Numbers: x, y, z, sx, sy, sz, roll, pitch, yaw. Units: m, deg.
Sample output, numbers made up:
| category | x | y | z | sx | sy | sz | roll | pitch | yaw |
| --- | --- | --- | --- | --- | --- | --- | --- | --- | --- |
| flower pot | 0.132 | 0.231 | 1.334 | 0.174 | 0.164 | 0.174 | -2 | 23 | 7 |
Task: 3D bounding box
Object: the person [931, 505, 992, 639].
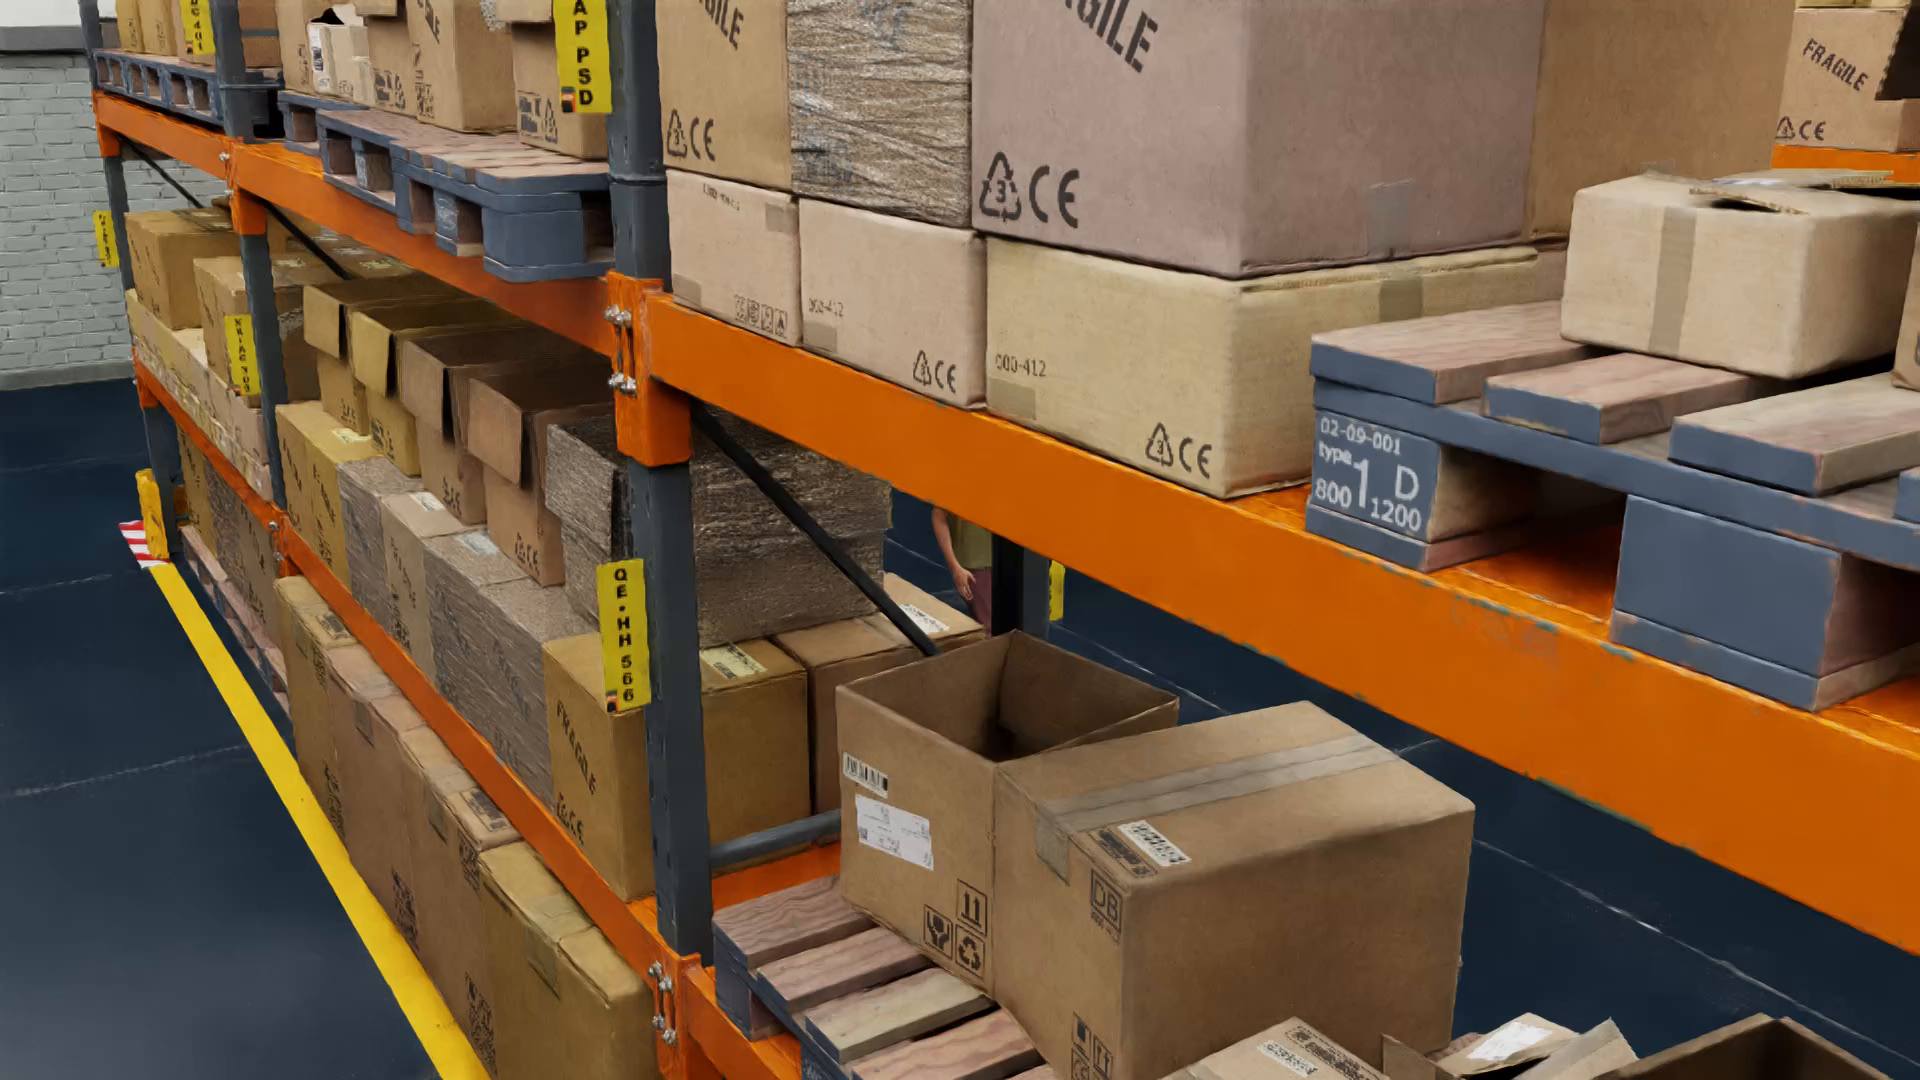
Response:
| category | x | y | z | sx | sy | sz | roll | pitch | yaw |
| --- | --- | --- | --- | --- | --- | --- | --- | --- | --- |
| person | 0.171 | 0.108 | 7.679 | 0.638 | 1.649 | 0.424 | -3 | 18 | -8 |
